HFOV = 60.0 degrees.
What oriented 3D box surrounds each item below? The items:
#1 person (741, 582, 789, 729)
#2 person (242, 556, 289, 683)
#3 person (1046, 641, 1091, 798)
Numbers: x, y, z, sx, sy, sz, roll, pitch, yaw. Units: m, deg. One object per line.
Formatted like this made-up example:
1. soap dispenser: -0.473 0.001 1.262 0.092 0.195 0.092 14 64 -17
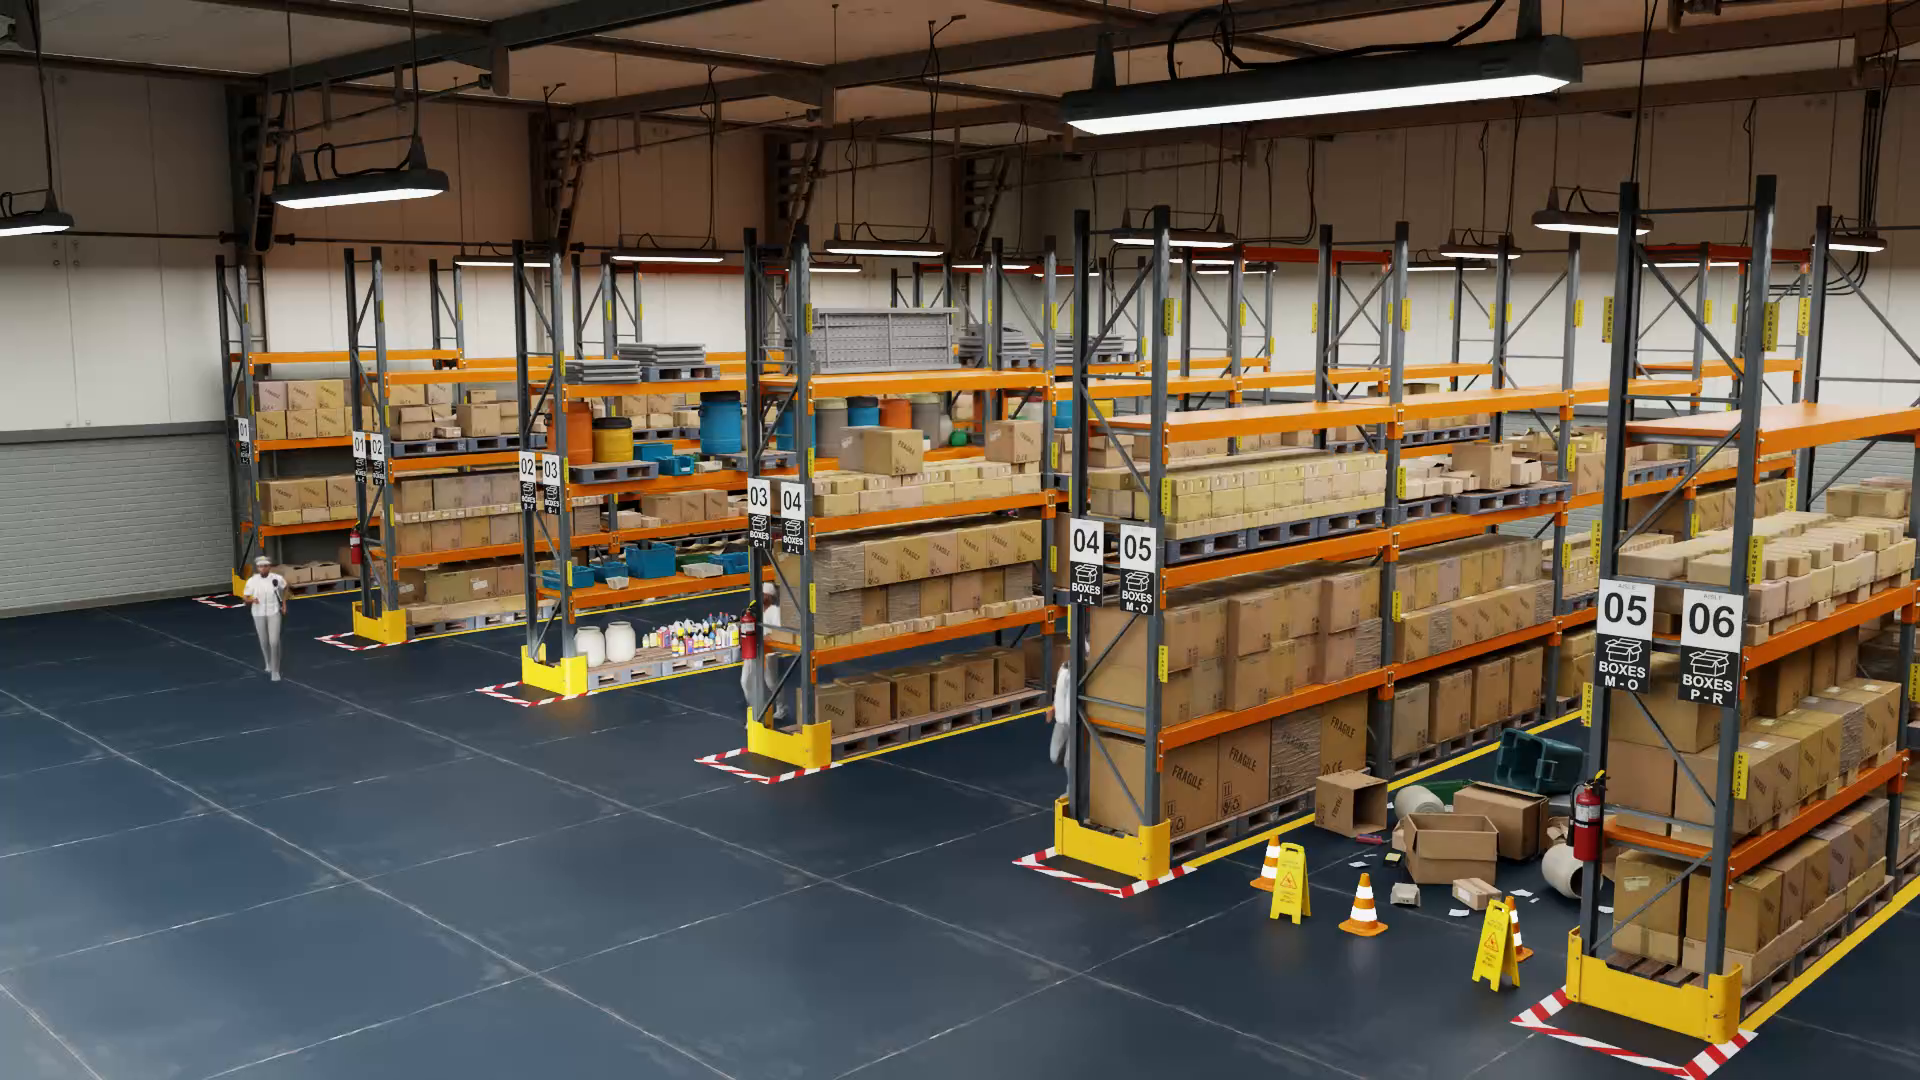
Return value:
1. person: -2.405 1.419 20.400 0.672 1.822 0.734 6 10 36
2. person: -9.610 1.070 23.051 0.571 1.751 0.789 -2 8 -15
3. person: 1.206 1.877 17.368 0.672 1.728 0.573 7 11 41
